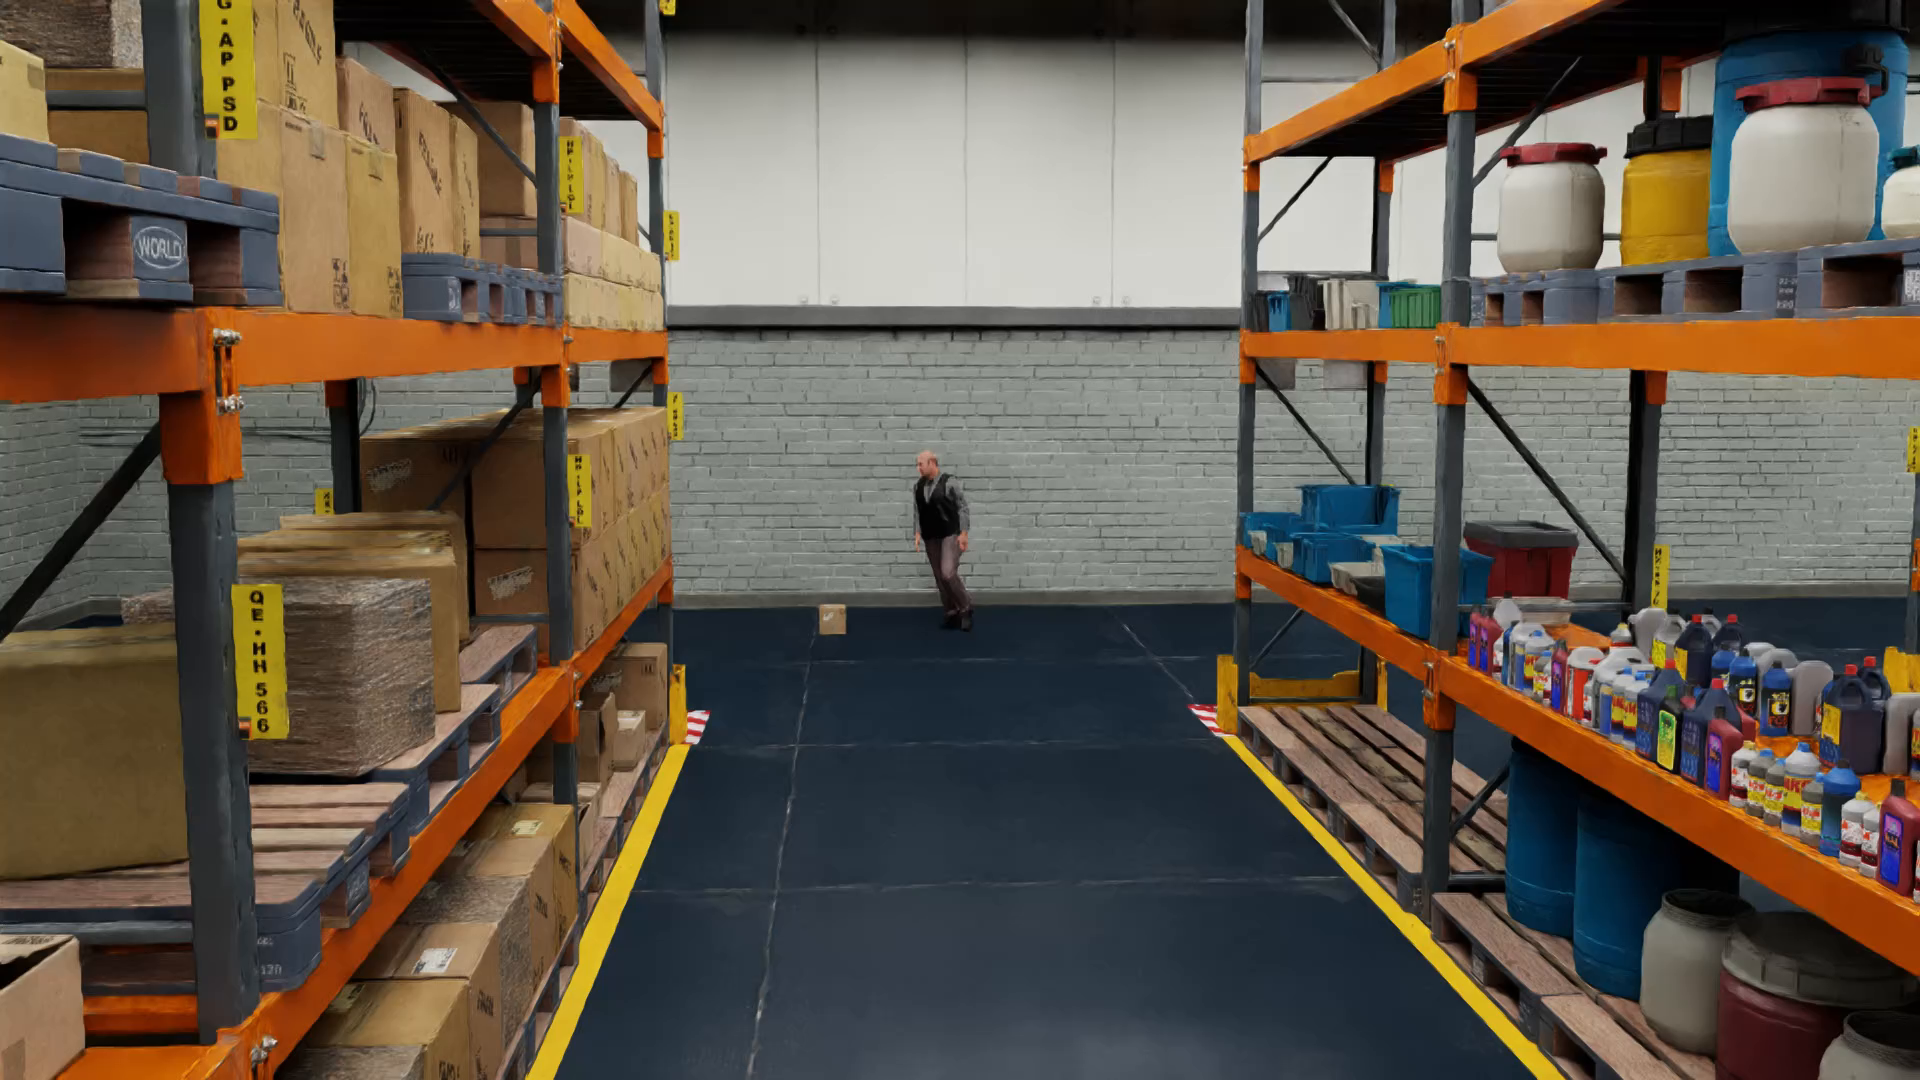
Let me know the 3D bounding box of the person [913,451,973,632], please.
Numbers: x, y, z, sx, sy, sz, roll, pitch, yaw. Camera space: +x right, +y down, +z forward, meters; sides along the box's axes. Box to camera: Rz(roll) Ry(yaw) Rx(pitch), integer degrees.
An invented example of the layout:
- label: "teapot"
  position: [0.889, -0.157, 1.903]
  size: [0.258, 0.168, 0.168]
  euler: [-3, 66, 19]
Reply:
- label: "person"
  position: [-0.177, 0.005, 15.858]
  size: [0.631, 1.712, 0.468]
  euler: [4, 8, 32]
